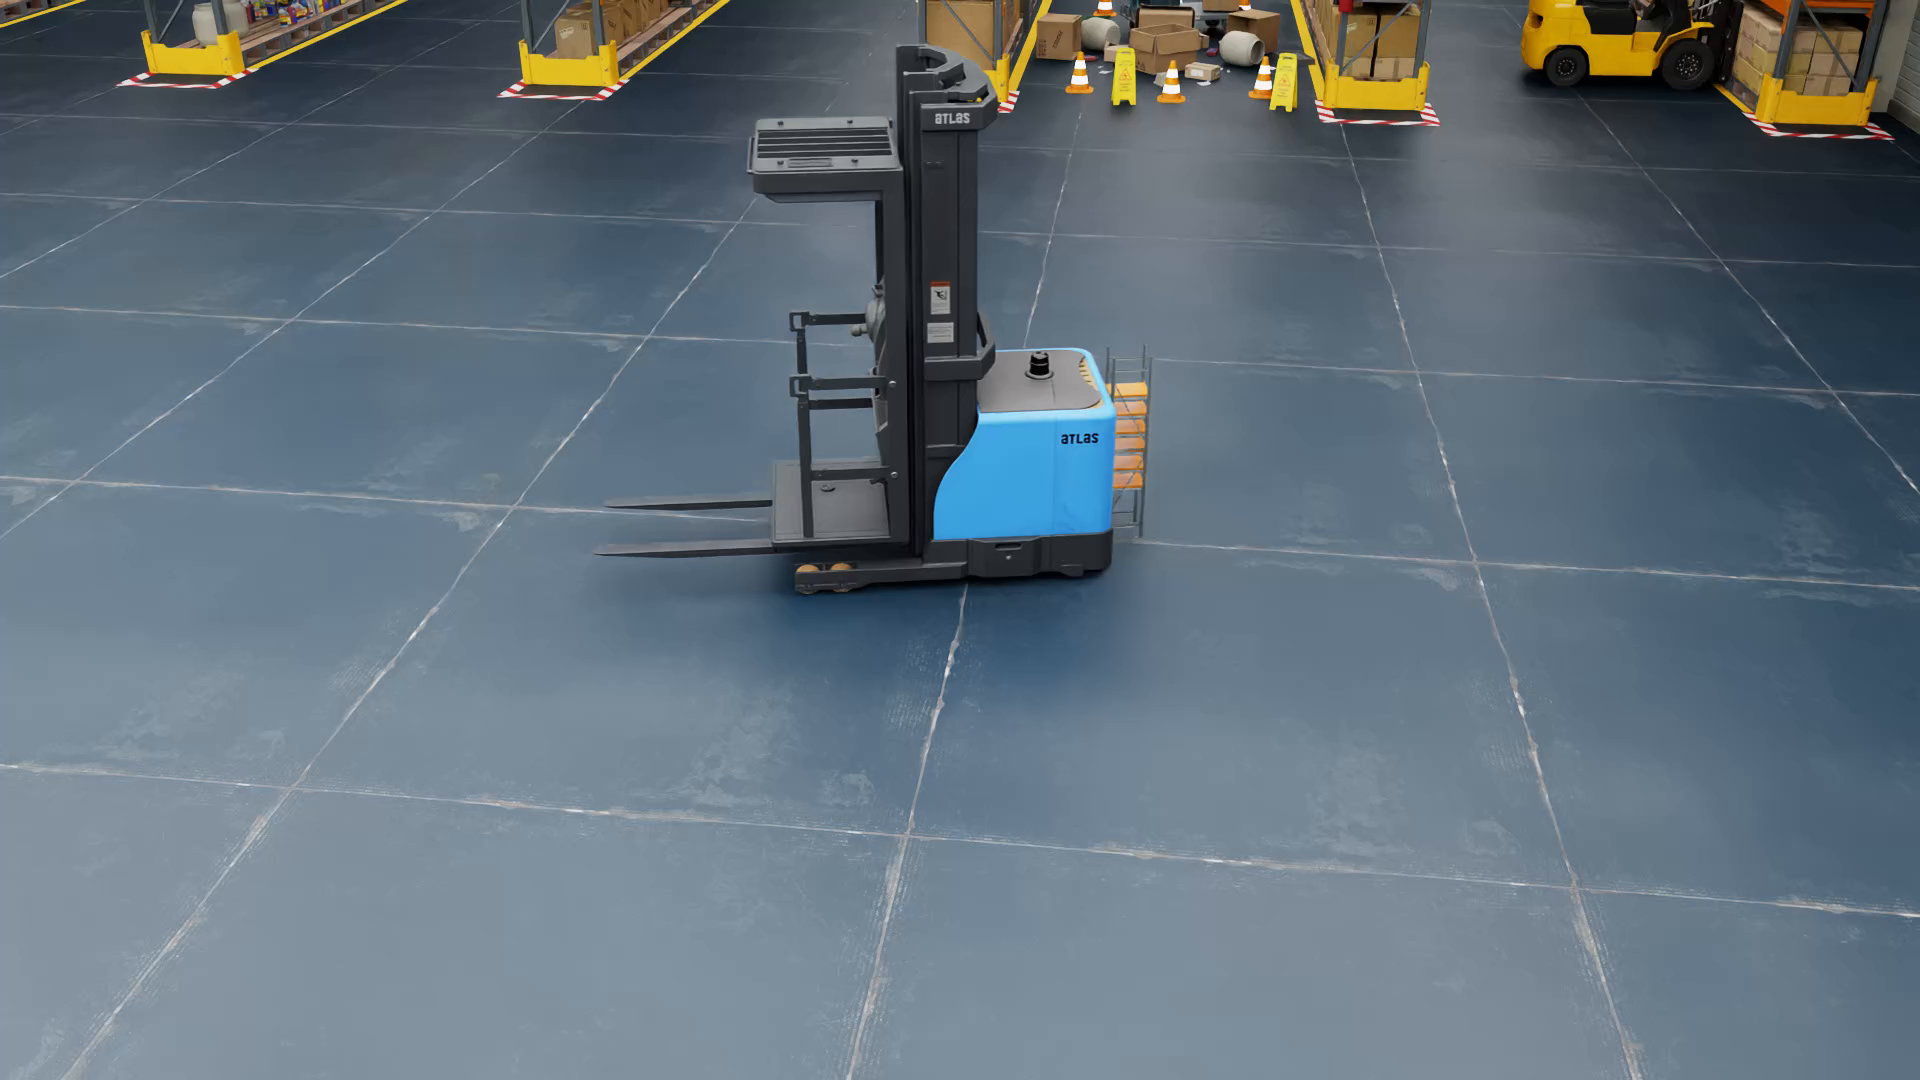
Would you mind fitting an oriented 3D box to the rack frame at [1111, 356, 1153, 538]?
[{"bbox_3d":[1.008,-0.538,9.984,0.240,1.200,0.006,-3,28,-6],"label":"rack frame"}]

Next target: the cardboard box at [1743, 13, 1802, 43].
[{"bbox_3d":[9.661,-6.083,19.780,0.500,0.250,0.500,4,29,7],"label":"cardboard box"}]

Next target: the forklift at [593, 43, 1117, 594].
[{"bbox_3d":[-0.648,-1.239,9.460,3.031,2.935,1.130,-2,28,-5],"label":"forklift"}]

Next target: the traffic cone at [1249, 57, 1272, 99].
[{"bbox_3d":[3.703,-5.640,20.231,0.336,0.463,0.334,3,28,6],"label":"traffic cone"}]

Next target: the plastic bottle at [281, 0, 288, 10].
[{"bbox_3d":[-9.739,-7.787,23.955,0.097,0.271,0.097,0,28,0],"label":"plastic bottle"}]

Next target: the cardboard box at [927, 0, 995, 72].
[{"bbox_3d":[0.023,-6.292,20.564,0.875,0.875,0.875,4,29,6],"label":"cardboard box"}]

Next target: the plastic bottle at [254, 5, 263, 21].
[{"bbox_3d":[-9.829,-7.379,23.270,0.097,0.201,0.097,0,28,0],"label":"plastic bottle"}]

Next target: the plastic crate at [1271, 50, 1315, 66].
[{"bbox_3d":[4.415,-6.385,22.018,0.402,0.080,0.583,-6,29,-11],"label":"plastic crate"}]

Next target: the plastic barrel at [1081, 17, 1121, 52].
[{"bbox_3d":[1.879,-6.845,22.509,0.421,0.421,0.512,-24,36,-37],"label":"plastic barrel"}]

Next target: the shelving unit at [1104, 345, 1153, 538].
[{"bbox_3d":[0.998,-0.582,10.064,0.258,1.200,0.189,-3,28,-6],"label":"shelving unit"}]

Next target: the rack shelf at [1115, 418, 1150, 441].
[{"bbox_3d":[0.998,-0.648,10.029,0.258,0.103,0.180,-3,28,-6],"label":"rack shelf"}]

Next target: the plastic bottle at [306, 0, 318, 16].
[{"bbox_3d":[-9.210,-7.582,23.569,0.152,0.276,0.135,4,29,7],"label":"plastic bottle"}]

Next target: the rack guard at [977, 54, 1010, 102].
[{"bbox_3d":[0.003,-5.608,20.132,1.175,0.500,0.348,3,28,6],"label":"rack guard"}]

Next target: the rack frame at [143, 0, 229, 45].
[{"bbox_3d":[-9.820,-7.343,20.718,1.000,3.000,0.127,3,28,6],"label":"rack frame"}]

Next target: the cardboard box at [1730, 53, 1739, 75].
[{"bbox_3d":[9.742,-5.875,20.449,0.500,0.250,0.500,4,29,7],"label":"cardboard box"}]

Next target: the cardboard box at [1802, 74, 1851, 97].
[{"bbox_3d":[10.112,-5.387,19.543,0.500,0.250,0.500,3,29,6],"label":"cardboard box"}]

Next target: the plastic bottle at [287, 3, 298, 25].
[{"bbox_3d":[-9.243,-7.282,23.004,0.061,0.283,0.133,4,29,7],"label":"plastic bottle"}]

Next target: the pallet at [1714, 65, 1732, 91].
[{"bbox_3d":[10.062,-5.900,20.979,1.003,0.211,1.213,3,28,6],"label":"pallet"}]

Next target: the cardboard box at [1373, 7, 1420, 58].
[{"bbox_3d":[5.307,-6.159,20.185,0.500,0.500,0.500,2,28,4],"label":"cardboard box"}]

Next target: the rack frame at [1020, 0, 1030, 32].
[{"bbox_3d":[0.496,-8.602,23.055,1.000,3.000,0.127,3,28,6],"label":"rack frame"}]

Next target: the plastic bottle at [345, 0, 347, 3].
[{"bbox_3d":[-9.065,-7.999,24.421,0.097,0.201,0.097,0,28,0],"label":"plastic bottle"}]

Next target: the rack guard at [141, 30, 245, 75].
[{"bbox_3d":[-9.857,-6.281,21.382,1.175,0.500,0.348,3,28,6],"label":"rack guard"}]

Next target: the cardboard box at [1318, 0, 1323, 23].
[{"bbox_3d":[5.027,-7.152,22.028,0.500,0.500,0.500,4,29,8],"label":"cardboard box"}]

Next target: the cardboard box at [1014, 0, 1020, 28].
[{"bbox_3d":[0.349,-7.560,22.917,0.875,0.875,0.875,4,29,7],"label":"cardboard box"}]

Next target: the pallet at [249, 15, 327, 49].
[{"bbox_3d":[-9.601,-7.109,23.223,1.003,0.211,1.213,3,28,6],"label":"pallet"}]

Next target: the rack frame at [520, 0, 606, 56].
[{"bbox_3d":[-4.904,-7.055,20.183,1.000,3.000,0.127,3,28,6],"label":"rack frame"}]

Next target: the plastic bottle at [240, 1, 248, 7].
[{"bbox_3d":[-9.972,-7.345,23.128,0.152,0.276,0.135,4,29,7],"label":"plastic bottle"}]

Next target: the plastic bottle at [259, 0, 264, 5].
[{"bbox_3d":[-9.916,-7.609,23.540,0.144,0.351,0.185,3,28,6],"label":"plastic bottle"}]

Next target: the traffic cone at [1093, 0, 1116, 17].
[{"bbox_3d":[2.159,-8.029,24.665,0.336,0.463,0.334,3,28,6],"label":"traffic cone"}]

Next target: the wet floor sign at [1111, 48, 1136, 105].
[{"bbox_3d":[1.967,-5.554,19.879,0.267,0.644,0.232,-1,28,-3],"label":"wet floor sign"}]

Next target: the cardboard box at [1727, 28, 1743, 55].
[{"bbox_3d":[9.722,-6.114,20.365,0.500,0.250,0.500,3,28,5],"label":"cardboard box"}]

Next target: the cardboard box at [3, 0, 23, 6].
[{"bbox_3d":[-14.156,-8.024,24.438,0.500,0.250,0.500,3,28,6],"label":"cardboard box"}]

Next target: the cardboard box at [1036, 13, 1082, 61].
[{"bbox_3d":[1.324,-6.713,22.180,0.500,0.500,0.500,8,29,15],"label":"cardboard box"}]

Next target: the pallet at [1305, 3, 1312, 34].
[{"bbox_3d":[5.515,-7.501,23.951,1.003,0.211,1.213,3,28,6],"label":"pallet"}]

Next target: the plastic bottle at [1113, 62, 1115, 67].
[{"bbox_3d":[2.078,-6.181,21.659,0.133,0.061,0.283,-6,29,-11],"label":"plastic bottle"}]

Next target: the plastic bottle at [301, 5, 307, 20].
[{"bbox_3d":[-9.222,-7.395,23.301,0.097,0.201,0.097,0,28,0],"label":"plastic bottle"}]

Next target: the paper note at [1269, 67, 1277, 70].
[{"bbox_3d":[4.039,-6.138,21.610,0.142,0.019,0.148,-6,29,-11],"label":"paper note"}]

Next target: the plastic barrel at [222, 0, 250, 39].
[{"bbox_3d":[-9.754,-6.983,22.229,0.421,0.512,0.421,0,28,0],"label":"plastic barrel"}]

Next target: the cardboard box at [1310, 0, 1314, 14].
[{"bbox_3d":[5.483,-7.637,23.591,0.950,0.372,0.625,4,29,7],"label":"cardboard box"}]

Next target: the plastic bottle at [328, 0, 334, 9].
[{"bbox_3d":[-9.146,-7.843,23.975,0.144,0.351,0.185,2,28,4],"label":"plastic bottle"}]

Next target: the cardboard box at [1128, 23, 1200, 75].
[{"bbox_3d":[2.634,-6.354,21.514,0.797,0.503,0.637,-17,33,-29],"label":"cardboard box"}]

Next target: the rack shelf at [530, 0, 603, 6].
[{"bbox_3d":[-4.659,-7.680,22.101,1.077,0.370,4.000,3,28,6],"label":"rack shelf"}]

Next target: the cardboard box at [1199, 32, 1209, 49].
[{"bbox_3d":[3.191,-6.900,22.777,0.258,0.266,0.396,-17,33,-29],"label":"cardboard box"}]

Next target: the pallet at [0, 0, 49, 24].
[{"bbox_3d":[-14.385,-7.916,24.721,1.003,0.211,1.213,3,28,6],"label":"pallet"}]

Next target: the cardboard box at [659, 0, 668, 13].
[{"bbox_3d":[-4.503,-7.837,23.826,0.500,0.500,0.500,3,28,5],"label":"cardboard box"}]

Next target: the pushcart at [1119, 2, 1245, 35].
[{"bbox_3d":[3.152,-7.317,23.433,1.648,0.377,0.936,-6,29,-11],"label":"pushcart"}]

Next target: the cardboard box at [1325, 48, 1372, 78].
[{"bbox_3d":[4.766,-5.861,20.423,0.500,0.250,0.500,3,28,6],"label":"cardboard box"}]

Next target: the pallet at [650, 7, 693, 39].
[{"bbox_3d":[-4.461,-7.392,23.749,1.003,0.211,1.213,3,28,6],"label":"pallet"}]

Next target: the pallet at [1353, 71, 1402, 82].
[{"bbox_3d":[5.075,-5.668,20.548,1.003,0.211,1.213,3,28,6],"label":"pallet"}]

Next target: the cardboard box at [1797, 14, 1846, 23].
[{"bbox_3d":[10.162,-6.058,19.734,0.500,0.250,0.500,3,28,6],"label":"cardboard box"}]

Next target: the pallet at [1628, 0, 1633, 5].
[{"bbox_3d":[10.698,-8.346,25.518,1.003,0.211,1.213,3,28,6],"label":"pallet"}]

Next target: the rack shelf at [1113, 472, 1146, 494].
[{"bbox_3d":[0.998,-0.331,10.199,0.258,0.103,0.180,-3,28,-6],"label":"rack shelf"}]

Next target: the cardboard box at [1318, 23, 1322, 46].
[{"bbox_3d":[4.964,-6.573,21.744,0.500,0.250,0.500,3,28,6],"label":"cardboard box"}]

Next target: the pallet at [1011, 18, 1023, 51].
[{"bbox_3d":[0.325,-7.021,23.060,1.003,0.211,1.213,3,28,6],"label":"pallet"}]

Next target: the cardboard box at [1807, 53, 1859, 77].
[{"bbox_3d":[10.121,-5.596,19.404,0.500,0.250,0.500,4,29,7],"label":"cardboard box"}]

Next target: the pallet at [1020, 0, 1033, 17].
[{"bbox_3d":[0.516,-7.742,24.399,1.003,0.211,1.213,3,28,6],"label":"pallet"}]

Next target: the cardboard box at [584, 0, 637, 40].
[{"bbox_3d":[-4.677,-7.010,22.291,0.500,0.500,0.500,6,29,11],"label":"cardboard box"}]

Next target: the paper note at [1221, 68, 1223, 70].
[{"bbox_3d":[3.324,-6.119,21.588,0.148,0.019,0.142,14,31,24],"label":"paper note"}]

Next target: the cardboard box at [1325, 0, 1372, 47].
[{"bbox_3d":[4.831,-6.422,20.673,0.500,0.500,0.500,4,29,8],"label":"cardboard box"}]
